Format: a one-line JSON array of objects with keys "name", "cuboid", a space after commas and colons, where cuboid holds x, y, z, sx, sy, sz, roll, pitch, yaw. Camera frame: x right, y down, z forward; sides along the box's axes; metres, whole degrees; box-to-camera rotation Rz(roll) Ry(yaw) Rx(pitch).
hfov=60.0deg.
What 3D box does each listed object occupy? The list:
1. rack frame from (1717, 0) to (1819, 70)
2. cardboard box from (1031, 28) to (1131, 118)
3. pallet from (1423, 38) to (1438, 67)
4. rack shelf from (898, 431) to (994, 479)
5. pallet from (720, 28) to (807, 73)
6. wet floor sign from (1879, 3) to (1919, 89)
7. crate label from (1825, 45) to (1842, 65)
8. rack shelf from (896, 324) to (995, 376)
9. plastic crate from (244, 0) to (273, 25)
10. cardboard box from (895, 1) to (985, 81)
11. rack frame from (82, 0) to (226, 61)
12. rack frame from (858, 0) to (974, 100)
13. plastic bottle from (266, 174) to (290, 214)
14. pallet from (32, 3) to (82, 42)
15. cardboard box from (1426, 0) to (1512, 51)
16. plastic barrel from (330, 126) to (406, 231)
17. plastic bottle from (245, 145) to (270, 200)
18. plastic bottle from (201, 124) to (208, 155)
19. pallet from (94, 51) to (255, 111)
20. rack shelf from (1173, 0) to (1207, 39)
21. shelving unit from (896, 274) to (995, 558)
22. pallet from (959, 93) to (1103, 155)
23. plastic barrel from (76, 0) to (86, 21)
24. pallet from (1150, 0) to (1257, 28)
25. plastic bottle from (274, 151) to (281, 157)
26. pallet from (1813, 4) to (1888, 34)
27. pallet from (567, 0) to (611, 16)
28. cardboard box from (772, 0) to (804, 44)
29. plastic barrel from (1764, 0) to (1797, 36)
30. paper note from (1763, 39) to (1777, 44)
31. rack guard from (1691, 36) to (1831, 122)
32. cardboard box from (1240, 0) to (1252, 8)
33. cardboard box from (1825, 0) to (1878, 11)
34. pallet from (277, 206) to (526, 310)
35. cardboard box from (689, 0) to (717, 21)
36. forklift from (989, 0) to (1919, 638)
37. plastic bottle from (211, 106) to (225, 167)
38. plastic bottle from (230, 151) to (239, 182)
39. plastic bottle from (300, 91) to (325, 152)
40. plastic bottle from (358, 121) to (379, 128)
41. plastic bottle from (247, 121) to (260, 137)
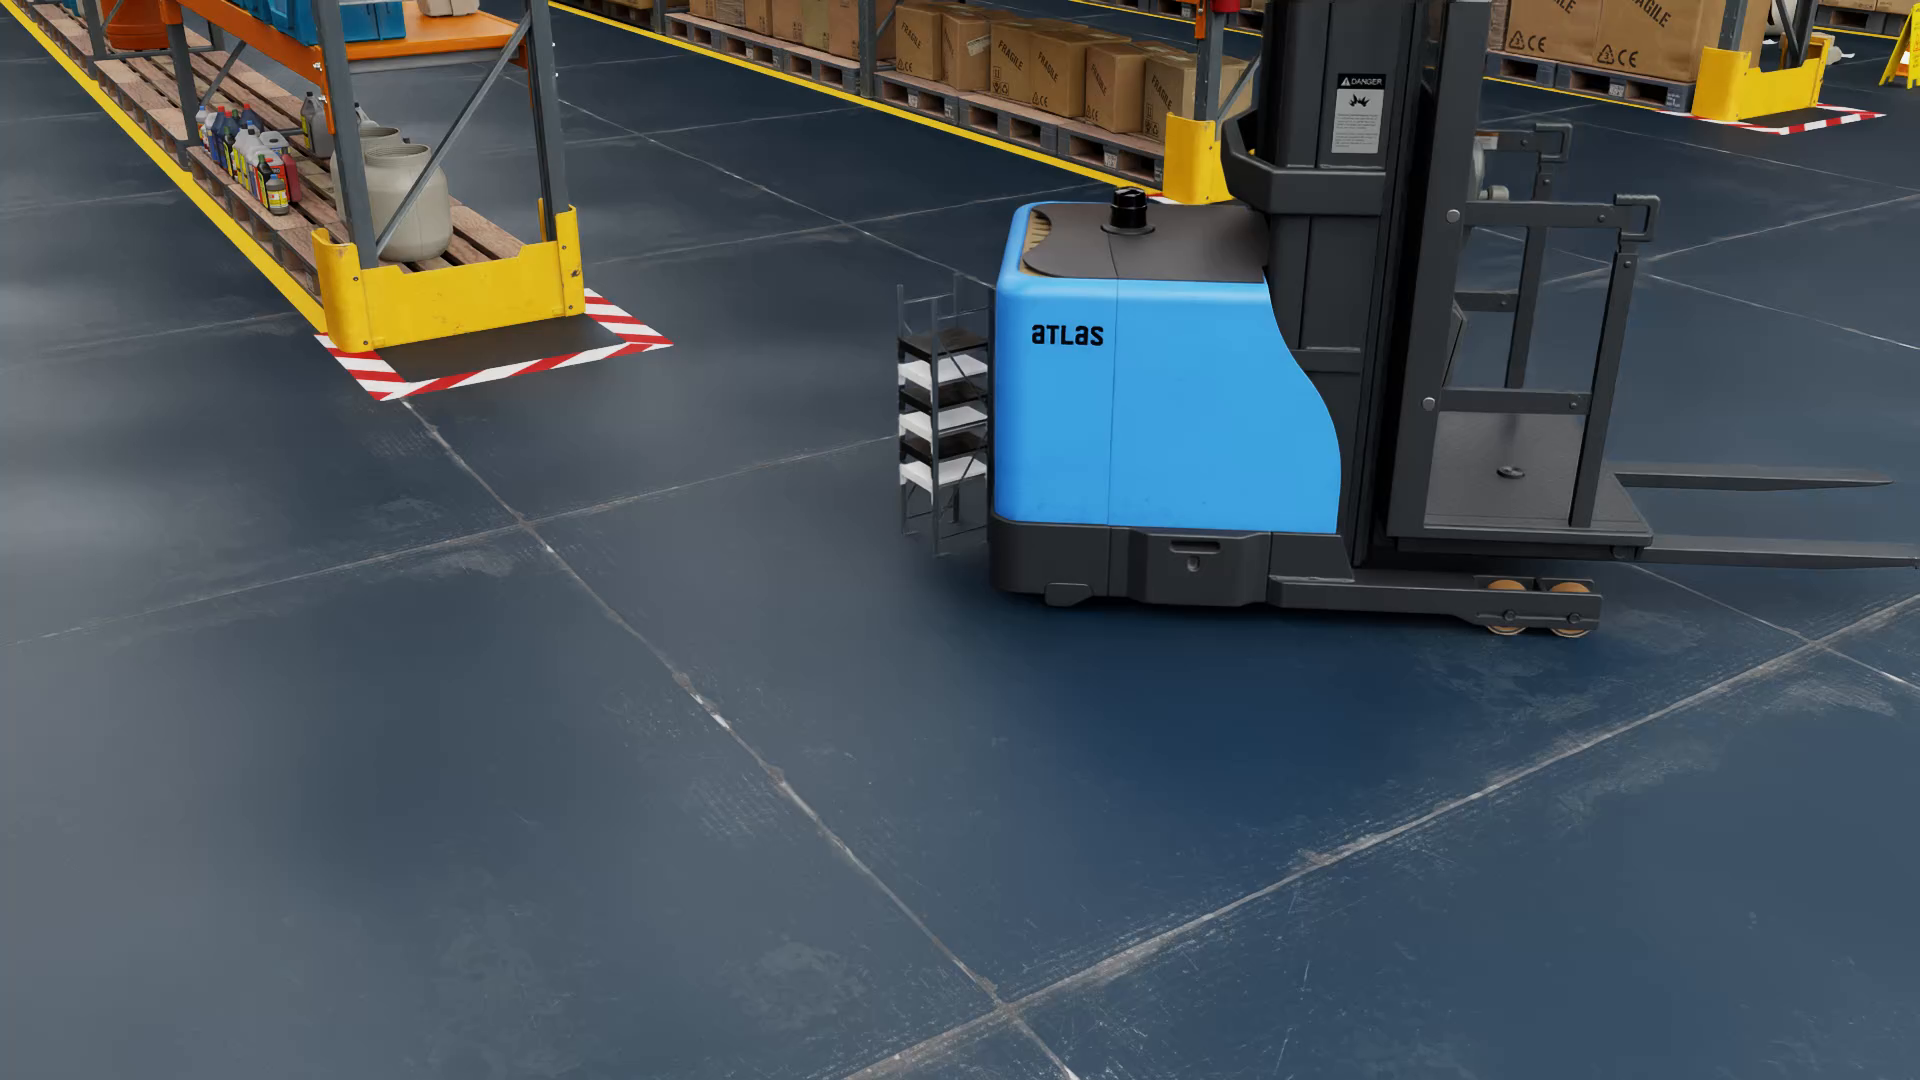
[{"name": "rack frame", "cuboid": [6.056, -4.649, 12.084, 1.000, 3.000, 0.127, -16, 29, -30]}, {"name": "cardboard box", "cuboid": [0.838, -3.250, 11.557, 0.500, 0.500, 0.500, -13, 28, -25]}, {"name": "pallet", "cuboid": [4.222, -4.528, 15.095, 1.003, 0.211, 1.213, -16, 29, -30]}, {"name": "rack shelf", "cuboid": [-0.047, -0.300, 5.620, 0.258, 0.077, 0.200, -16, 30, -30]}, {"name": "pallet", "cuboid": [-1.435, -4.414, 14.852, 1.003, 0.211, 1.213, -16, 29, -30]}, {"name": "wet floor sign", "cuboid": [7.731, -4.035, 13.542, 0.267, 0.644, 0.232, -22, 33, -38]}, {"name": "crate label", "cuboid": [7.607, -4.284, 14.664, 0.298, 0.136, 0.250, 12, 28, 24]}, {"name": "rack shelf", "cuboid": [-0.047, -0.625, 5.466, 0.258, 0.077, 0.200, -16, 30, -30]}, {"name": "plastic crate", "cuboid": [-3.178, -2.650, 8.025, 0.499, 0.251, 0.408, -16, 29, -30]}, {"name": "cardboard box", "cuboid": [-0.153, -3.867, 12.864, 0.500, 0.500, 0.500, -17, 30, -31]}, {"name": "rack frame", "cuboid": [-6.672, -5.236, 13.328, 1.000, 3.000, 0.127, -16, 29, -30]}, {"name": "rack frame", "cuboid": [-0.338, -4.960, 12.743, 1.000, 3.000, 0.127, -16, 29, -30]}, {"name": "plastic bottle", "cuboid": [-3.674, -1.863, 8.945, 0.097, 0.201, 0.097, 0, 25, 0]}, {"name": "pallet", "cuboid": [-8.469, -5.120, 16.349, 1.003, 0.211, 1.213, -16, 29, -30]}, {"name": "cardboard box", "cuboid": [4.653, -4.746, 14.286, 0.875, 0.875, 0.875, -15, 29, -29]}, {"name": "plastic barrel", "cuboid": [-3.001, -1.837, 8.549, 0.421, 0.512, 0.421, 0, 25, 0]}, {"name": "plastic bottle", "cuboid": [-3.865, -2.043, 9.239, 0.152, 0.276, 0.135, -16, 30, -31]}, {"name": "plastic bottle", "cuboid": [-4.626, -2.487, 10.266, 0.097, 0.201, 0.097, 0, 25, 0]}, {"name": "pallet", "cuboid": [-6.281, -3.689, 13.317, 1.003, 0.211, 1.213, -16, 29, -30]}, {"name": "rack shelf", "cuboid": [0.754, -3.919, 11.381, 1.077, 0.370, 4.000, -16, 29, -30]}, {"name": "shelving unit", "cuboid": [-0.047, -0.411, 5.567, 0.258, 0.900, 0.210, -16, 30, -30]}, {"name": "pallet", "cuboid": [0.728, -3.030, 11.921, 1.003, 0.211, 1.213, -16, 29, -30]}, {"name": "plastic barrel", "cuboid": [-7.953, -5.057, 15.371, 0.421, 0.512, 0.421, 0, 25, 0]}, {"name": "pallet", "cuboid": [2.718, -5.514, 17.183, 1.003, 0.211, 1.213, -16, 29, -30]}, {"name": "plastic bottle", "cuboid": [-3.881, -2.111, 9.471, 0.097, 0.201, 0.097, 0, 25, 0]}, {"name": "pallet", "cuboid": [9.031, -5.340, 16.813, 1.003, 0.211, 1.213, -16, 29, -30]}, {"name": "pallet", "cuboid": [-3.551, -5.865, 17.927, 1.003, 0.211, 1.213, -16, 29, -30]}, {"name": "cardboard box", "cuboid": [-1.206, -4.628, 14.453, 0.700, 0.500, 0.500, -18, 31, -34]}, {"name": "plastic barrel", "cuboid": [7.752, -5.060, 15.972, 0.512, 0.421, 0.421, 3, 25, 6]}, {"name": "paper note", "cuboid": [7.627, -4.704, 15.692, 0.148, 0.019, 0.142, -6, 26, -12]}, {"name": "rack guard", "cuboid": [6.069, -3.510, 12.599, 1.175, 0.500, 0.348, -16, 29, -30]}, {"name": "cardboard box", "cuboid": [2.935, -5.799, 16.664, 1.050, 0.750, 0.750, -16, 29, -30]}, {"name": "cardboard box", "cuboid": [8.915, -5.384, 16.371, 0.500, 0.250, 0.500, -17, 30, -31]}, {"name": "pallet", "cuboid": [-2.824, -1.422, 8.515, 1.003, 0.211, 1.213, -16, 29, -30]}, {"name": "cardboard box", "cuboid": [-2.139, -5.224, 15.715, 0.700, 0.500, 0.500, -17, 30, -32]}, {"name": "forklift", "cuboid": [1.641, -1.263, 4.992, 3.031, 2.935, 1.130, 2, 25, 5]}, {"name": "plastic bottle", "cuboid": [-4.395, -2.421, 9.953, 0.144, 0.351, 0.185, -15, 29, -28]}, {"name": "plastic bottle", "cuboid": [-4.157, -2.179, 9.616, 0.097, 0.201, 0.097, 0, 25, 0]}, {"name": "plastic bottle", "cuboid": [-4.016, -2.610, 10.352, 0.144, 0.351, 0.185, -16, 29, -30]}, {"name": "plastic bottle", "cuboid": [-3.529, -2.366, 9.924, 0.152, 0.276, 0.135, -15, 29, -29]}, {"name": "plastic bottle", "cuboid": [-4.215, -2.362, 9.919, 0.097, 0.271, 0.097, 0, 25, 0]}]
